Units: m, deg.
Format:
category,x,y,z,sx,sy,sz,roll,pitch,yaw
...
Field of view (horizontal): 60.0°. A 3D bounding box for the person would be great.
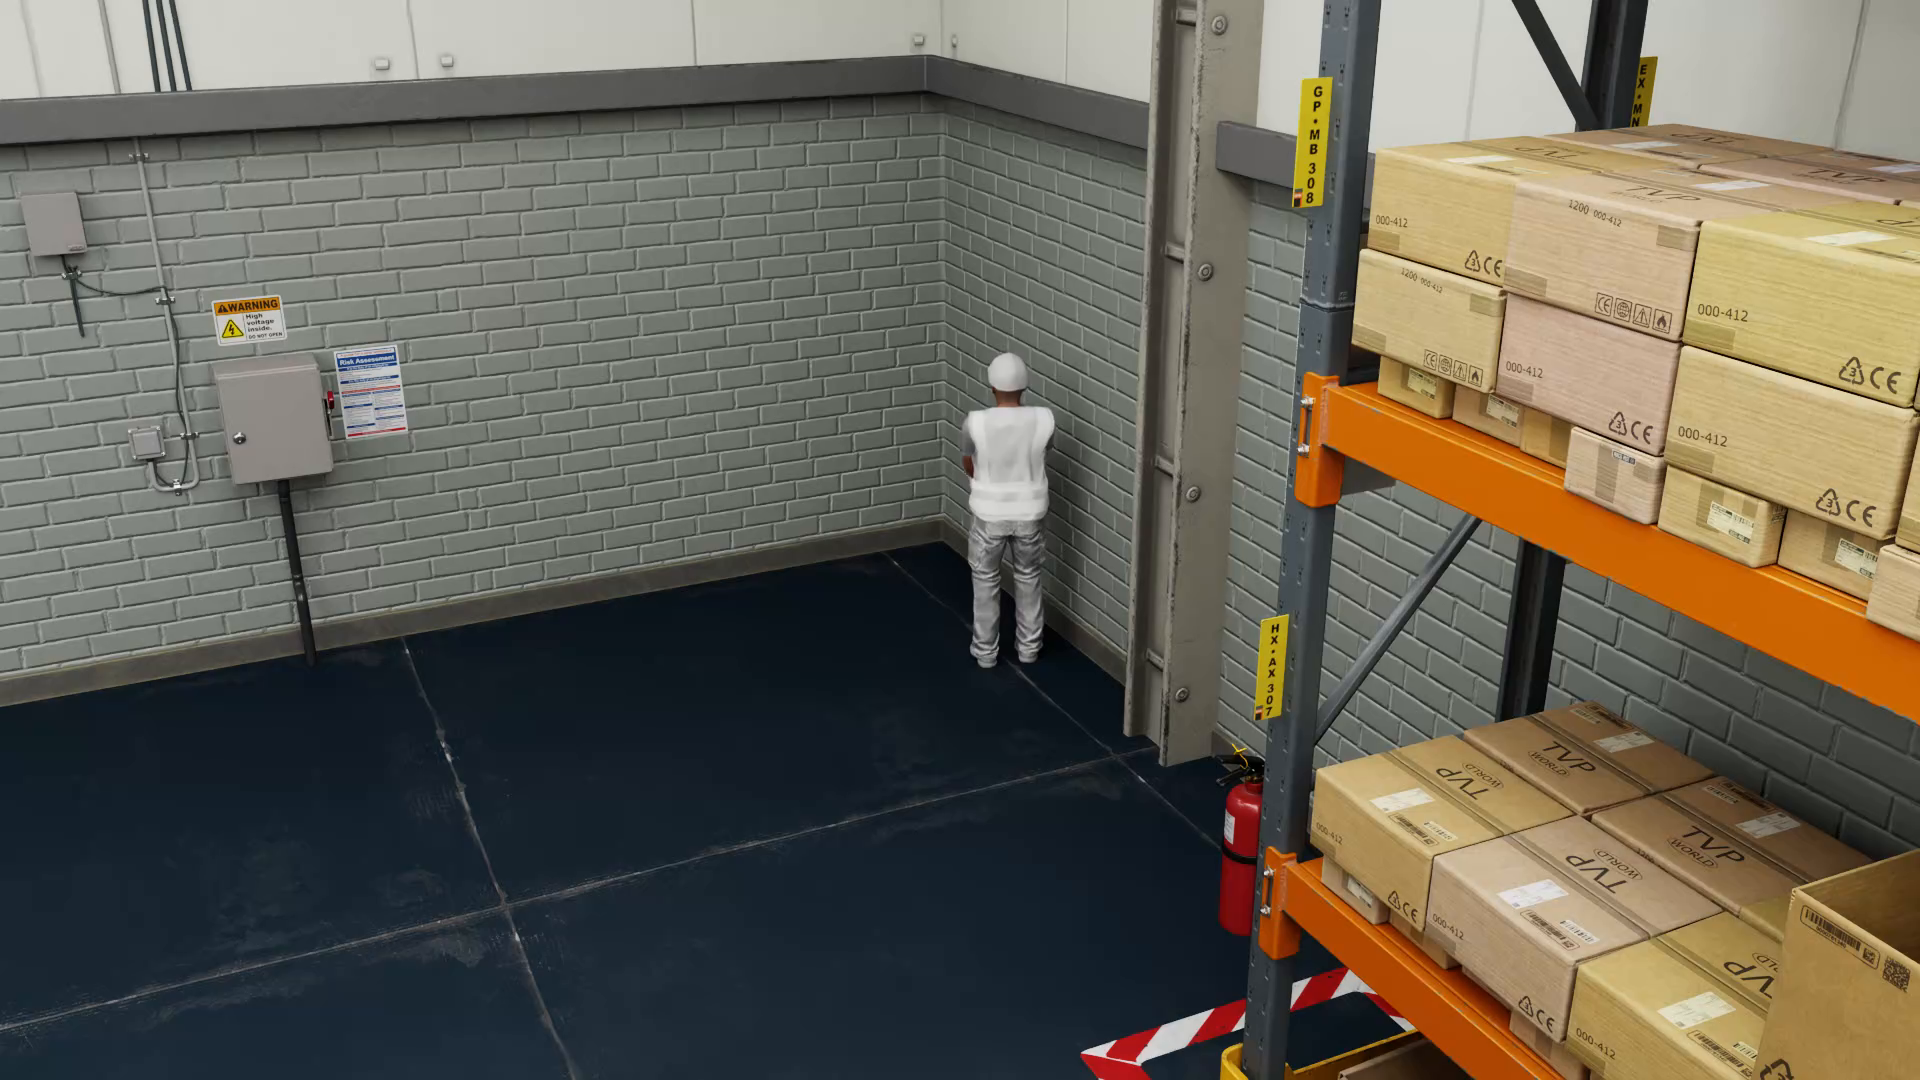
category,x,y,z,sx,sy,sz,roll,pitch,yaw
person,0.241,-0.192,9.041,0.494,1.782,0.586,-3,22,-6
